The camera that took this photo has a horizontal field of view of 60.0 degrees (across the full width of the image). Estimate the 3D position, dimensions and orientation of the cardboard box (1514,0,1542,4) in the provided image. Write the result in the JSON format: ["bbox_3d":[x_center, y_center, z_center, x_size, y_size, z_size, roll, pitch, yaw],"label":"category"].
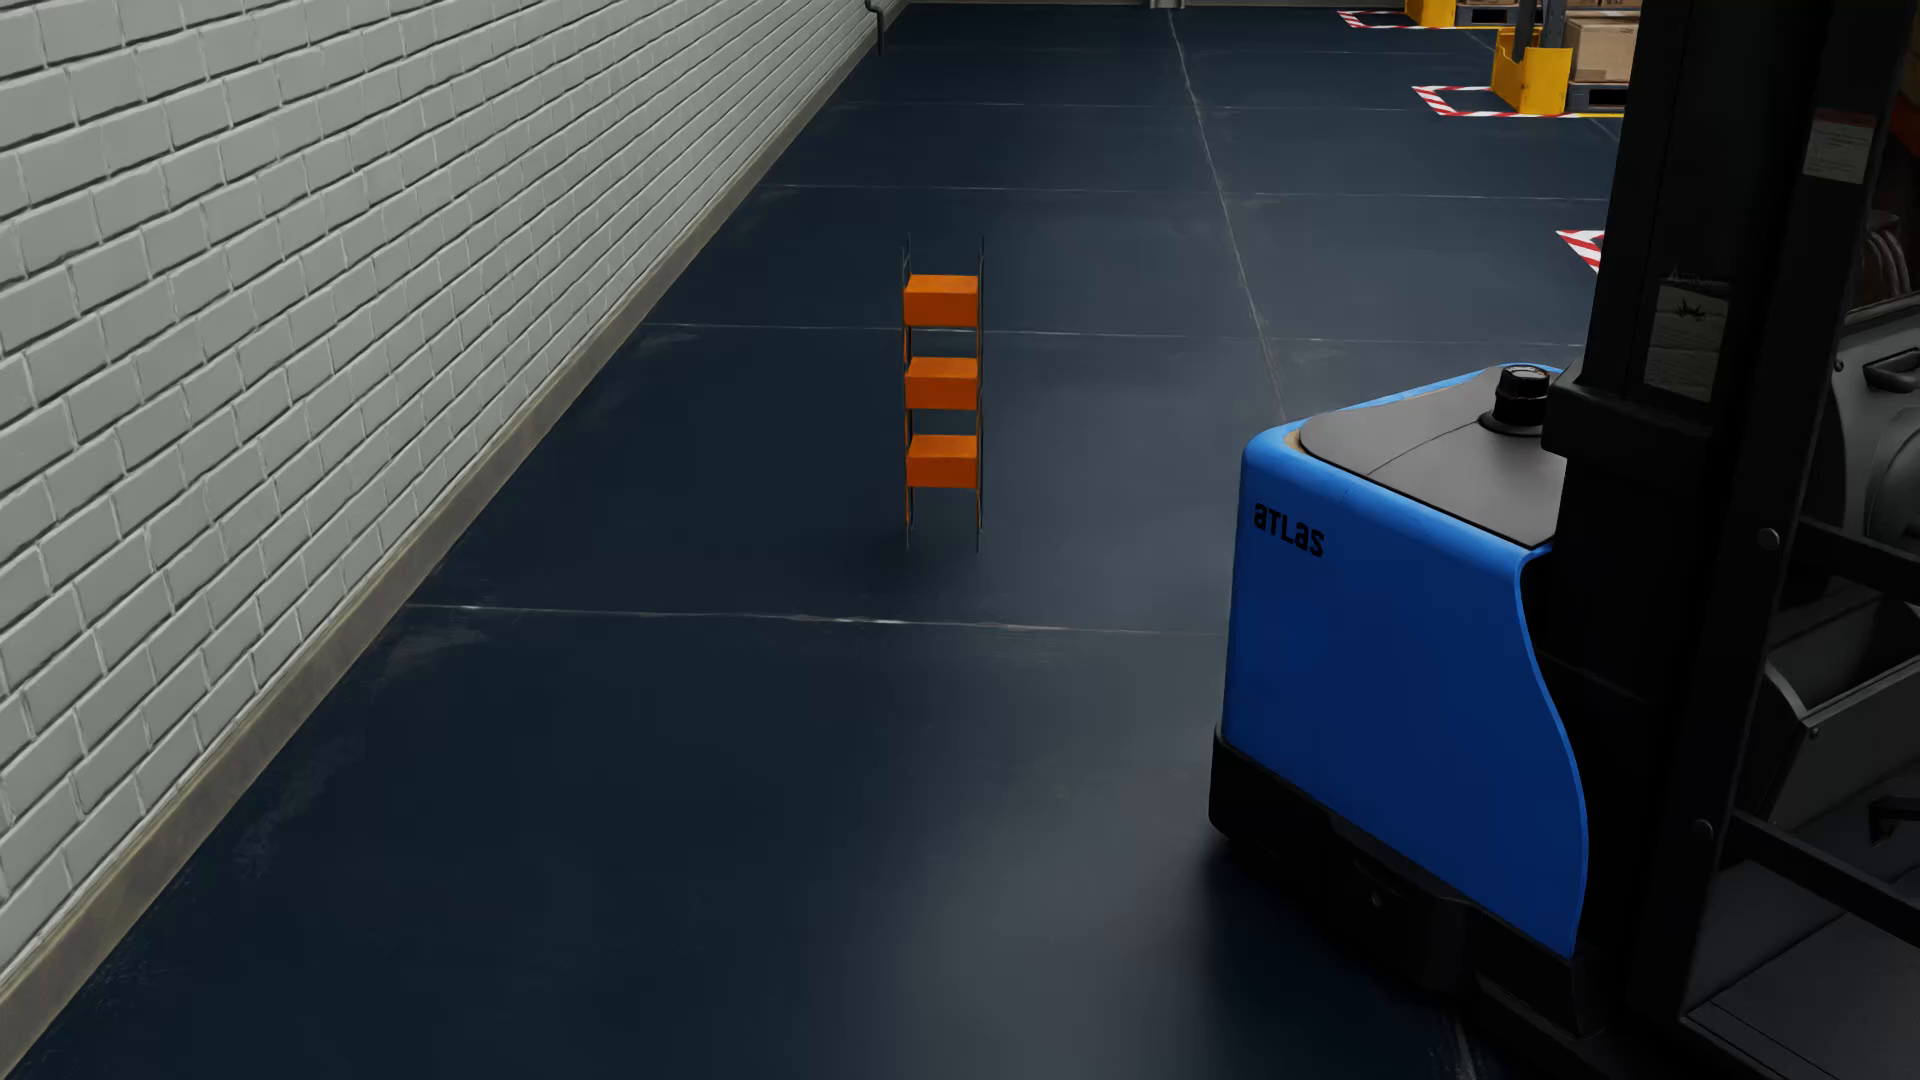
[{"bbox_3d":[6.002,-5.789,17.651,0.250,0.149,0.380,1,25,2],"label":"cardboard box"}]

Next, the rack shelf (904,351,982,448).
[{"bbox_3d":[-0.053,-0.469,5.539,0.240,0.259,0.215,2,25,4],"label":"rack shelf"}]

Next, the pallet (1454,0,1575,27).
[{"bbox_3d":[5.850,-5.688,17.859,1.213,0.211,1.003,2,25,4],"label":"pallet"}]

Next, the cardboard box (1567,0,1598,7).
[{"bbox_3d":[6.431,-5.935,17.547,0.500,0.500,0.700,3,25,6],"label":"cardboard box"}]

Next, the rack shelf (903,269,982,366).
[{"bbox_3d":[-0.053,-0.727,5.420,0.240,0.259,0.215,2,25,4],"label":"rack shelf"}]

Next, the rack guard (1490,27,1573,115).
[{"bbox_3d":[4.579,-3.778,13.364,0.348,0.500,1.175,2,25,4],"label":"rack guard"}]

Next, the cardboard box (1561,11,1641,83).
[{"bbox_3d":[5.268,-3.961,13.332,0.875,0.438,0.875,1,25,2],"label":"cardboard box"}]

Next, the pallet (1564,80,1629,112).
[{"bbox_3d":[5.406,-3.653,13.437,1.213,0.211,1.003,2,25,4],"label":"pallet"}]

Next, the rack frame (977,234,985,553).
[{"bbox_3d":[0.068,-0.475,5.526,0.008,1.050,0.200,2,25,4],"label":"rack frame"}]

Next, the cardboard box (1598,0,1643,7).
[{"bbox_3d":[6.950,-5.876,17.420,0.500,0.500,0.500,2,25,5],"label":"cardboard box"}]

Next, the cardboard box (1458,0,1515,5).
[{"bbox_3d":[5.581,-5.980,17.641,0.637,0.503,0.797,1,25,2],"label":"cardboard box"}]

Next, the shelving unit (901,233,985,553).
[{"bbox_3d":[-0.053,-0.479,5.534,0.252,1.050,0.215,2,25,4],"label":"shelving unit"}]

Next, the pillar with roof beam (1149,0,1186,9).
[{"bbox_3d":[2.030,-8.375,13.186,0.400,9.000,9.100,2,25,4],"label":"pillar with roof beam"}]

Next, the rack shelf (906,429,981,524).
[{"bbox_3d":[-0.053,-0.217,5.655,0.240,0.259,0.215,2,25,4],"label":"rack shelf"}]

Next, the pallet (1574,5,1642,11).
[{"bbox_3d":[7.063,-5.648,17.771,1.213,0.211,1.003,2,25,4],"label":"pallet"}]

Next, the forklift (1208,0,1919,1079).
[{"bbox_3d":[1.858,-0.197,2.671,1.130,2.935,3.031,-16,29,-31],"label":"forklift"}]

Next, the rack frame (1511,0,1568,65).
[{"bbox_3d":[4.603,-4.913,12.839,0.127,3.000,1.000,2,25,4],"label":"rack frame"}]

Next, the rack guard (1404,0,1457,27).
[{"bbox_3d":[5.055,-5.844,17.853,0.348,0.500,1.175,2,25,4],"label":"rack guard"}]

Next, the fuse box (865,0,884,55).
[{"bbox_3d":[-0.715,-5.370,15.372,0.414,1.711,0.539,2,25,4],"label":"fuse box"}]

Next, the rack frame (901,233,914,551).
[{"bbox_3d":[-0.175,-0.483,5.543,0.008,1.050,0.200,2,25,4],"label":"rack frame"}]
